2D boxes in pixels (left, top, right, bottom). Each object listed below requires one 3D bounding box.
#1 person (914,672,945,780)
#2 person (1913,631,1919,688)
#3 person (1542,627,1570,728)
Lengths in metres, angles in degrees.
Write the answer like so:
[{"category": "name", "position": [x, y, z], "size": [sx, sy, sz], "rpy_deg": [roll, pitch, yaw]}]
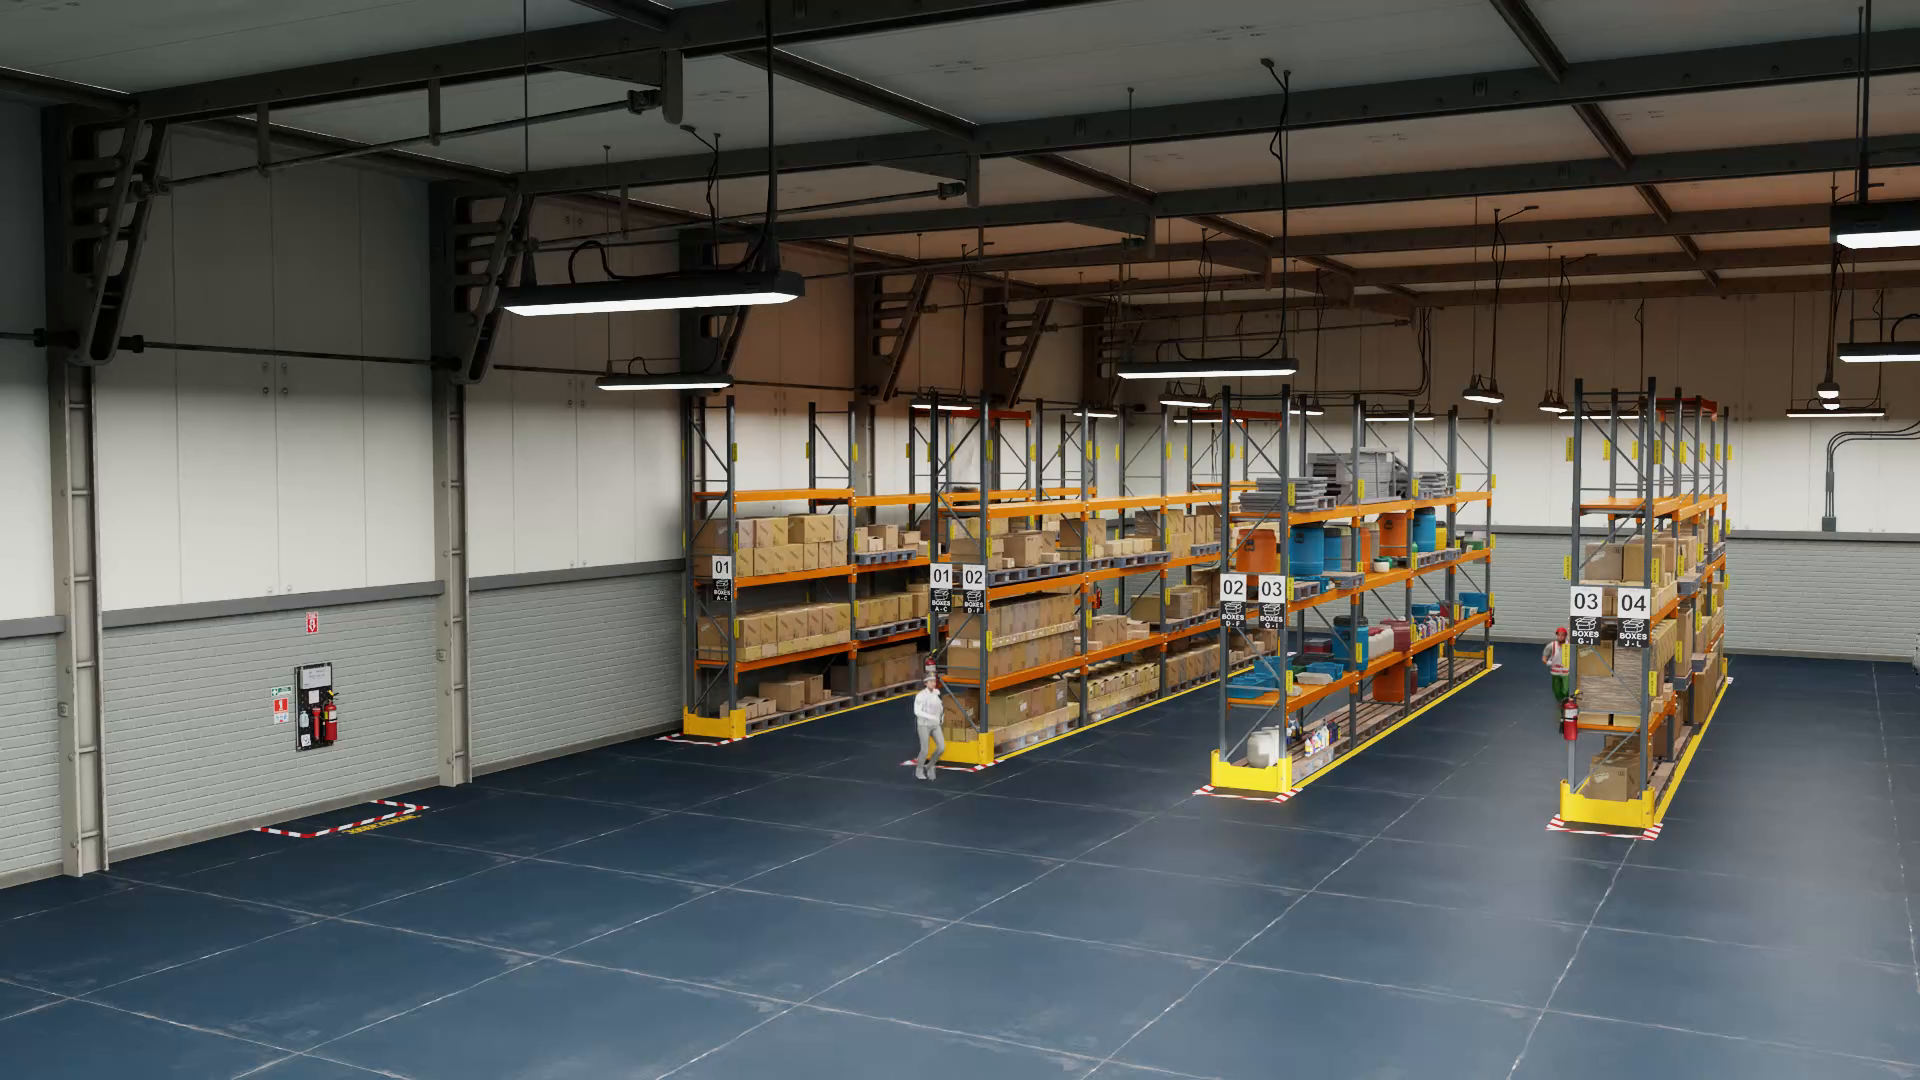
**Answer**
[{"category": "person", "position": [-0.425, 2.834, 25.292], "size": [0.643, 1.675, 0.644], "rpy_deg": [-2, 4, -35]}, {"category": "person", "position": [20.594, 2.368, 35.261], "size": [0.557, 1.654, 0.627], "rpy_deg": [0, 3, 2]}, {"category": "person", "position": [11.090, 2.512, 30.627], "size": [0.692, 1.831, 0.952], "rpy_deg": [1, 3, 26]}]
